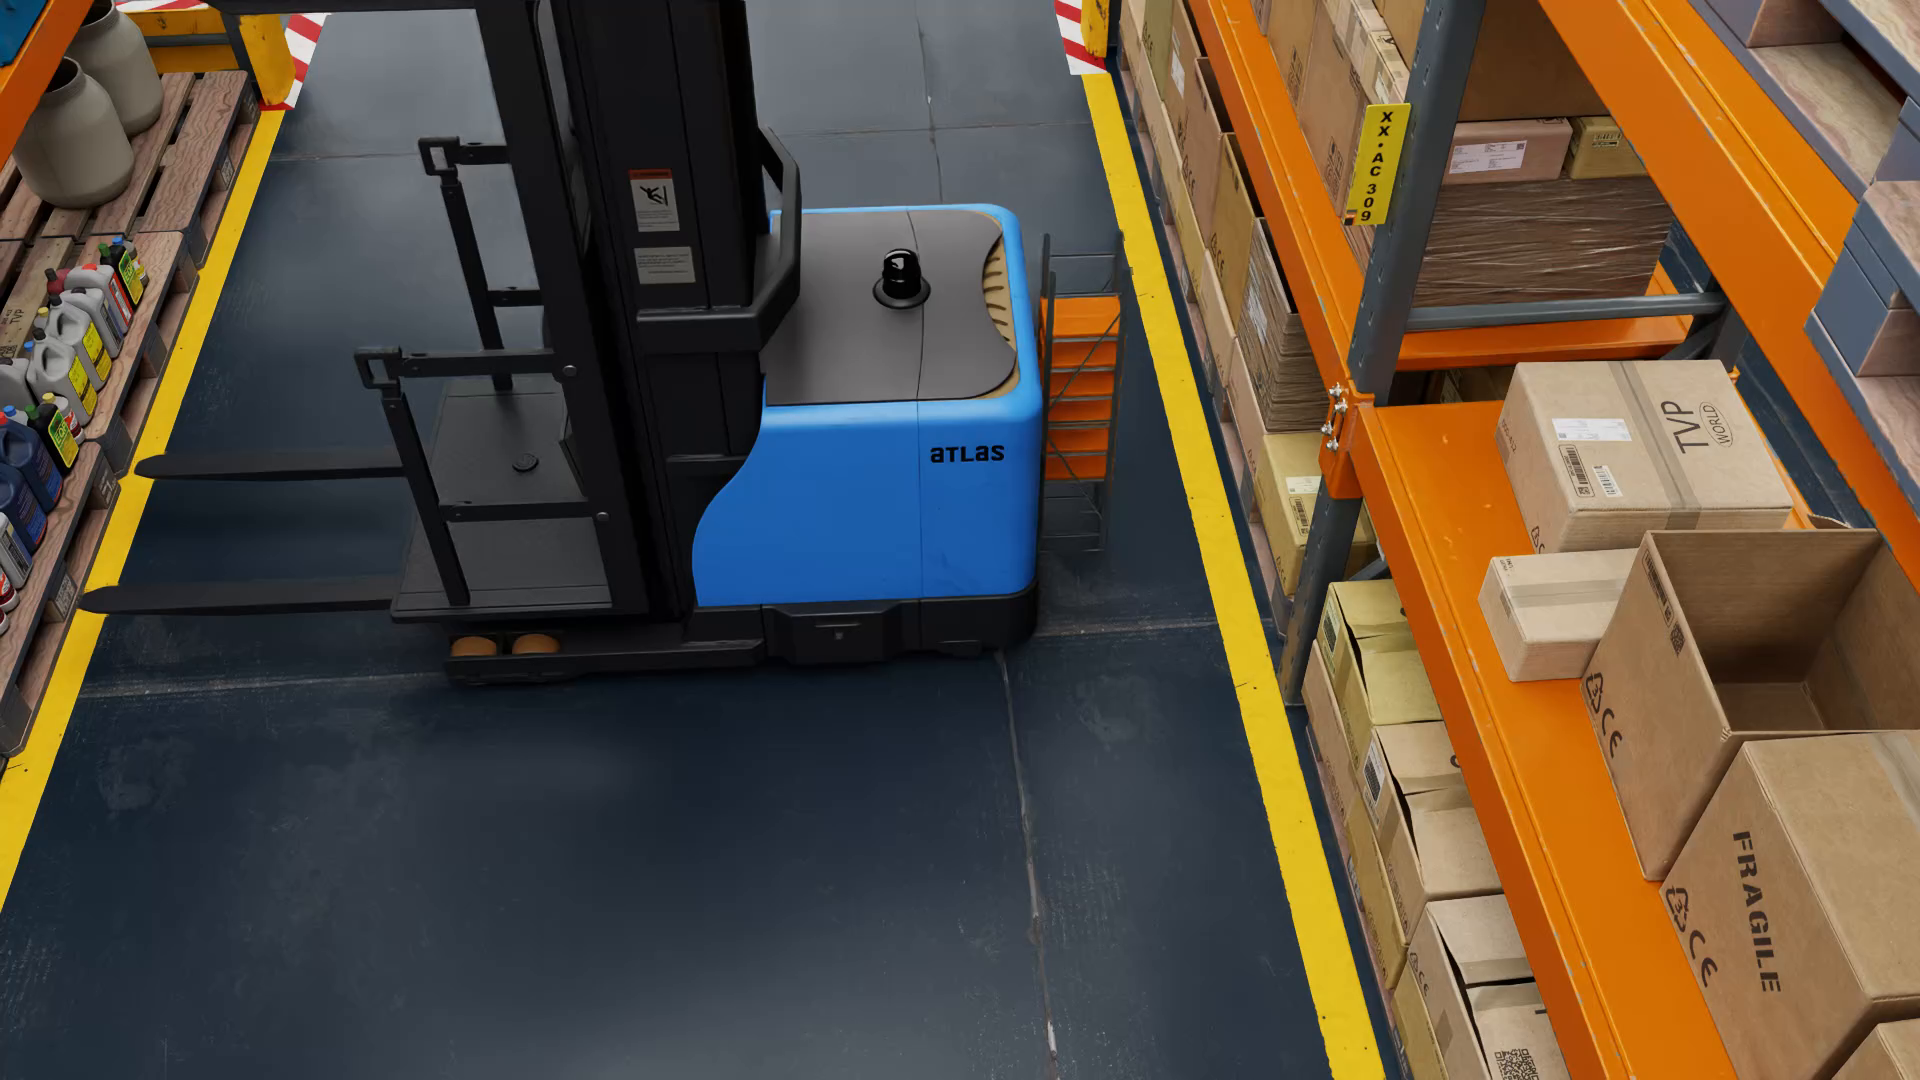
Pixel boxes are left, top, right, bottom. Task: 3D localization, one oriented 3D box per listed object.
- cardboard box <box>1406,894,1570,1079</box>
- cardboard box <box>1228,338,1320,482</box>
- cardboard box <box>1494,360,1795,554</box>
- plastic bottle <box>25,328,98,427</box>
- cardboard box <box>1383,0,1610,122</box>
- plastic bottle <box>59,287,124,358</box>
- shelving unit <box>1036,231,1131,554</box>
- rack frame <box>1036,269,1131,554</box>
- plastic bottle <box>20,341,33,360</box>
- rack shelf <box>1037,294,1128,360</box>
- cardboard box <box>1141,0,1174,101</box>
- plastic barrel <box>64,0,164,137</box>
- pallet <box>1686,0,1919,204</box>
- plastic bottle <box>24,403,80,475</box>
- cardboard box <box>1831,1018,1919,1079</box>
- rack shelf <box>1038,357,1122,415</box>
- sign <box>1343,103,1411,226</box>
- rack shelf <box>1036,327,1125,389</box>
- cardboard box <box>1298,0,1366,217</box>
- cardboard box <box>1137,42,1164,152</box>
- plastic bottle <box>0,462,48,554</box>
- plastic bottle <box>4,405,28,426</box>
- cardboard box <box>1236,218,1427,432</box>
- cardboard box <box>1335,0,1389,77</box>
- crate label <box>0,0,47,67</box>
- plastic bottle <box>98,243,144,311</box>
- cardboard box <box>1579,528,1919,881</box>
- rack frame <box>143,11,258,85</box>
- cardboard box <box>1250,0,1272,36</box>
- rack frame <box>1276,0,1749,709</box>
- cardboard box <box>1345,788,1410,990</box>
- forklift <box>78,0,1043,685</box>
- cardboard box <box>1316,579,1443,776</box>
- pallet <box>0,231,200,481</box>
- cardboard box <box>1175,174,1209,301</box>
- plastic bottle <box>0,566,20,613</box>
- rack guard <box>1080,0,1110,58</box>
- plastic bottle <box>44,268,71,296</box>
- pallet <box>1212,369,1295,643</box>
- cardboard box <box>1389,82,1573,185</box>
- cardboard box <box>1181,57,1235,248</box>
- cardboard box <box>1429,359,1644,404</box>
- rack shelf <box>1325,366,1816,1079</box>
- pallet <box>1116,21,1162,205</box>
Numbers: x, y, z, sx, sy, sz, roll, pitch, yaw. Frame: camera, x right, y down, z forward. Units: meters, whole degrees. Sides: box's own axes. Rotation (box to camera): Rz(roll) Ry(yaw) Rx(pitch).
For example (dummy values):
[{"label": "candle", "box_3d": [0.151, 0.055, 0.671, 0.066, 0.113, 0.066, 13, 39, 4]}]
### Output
[{"label": "cardboard box", "box_3d": [1.385, 1.083, 3.876, 0.500, 0.311, 0.500, -5, 47, -5]}, {"label": "cardboard box", "box_3d": [1.229, -0.459, 5.724, 0.500, 0.250, 0.500, -3, 47, -3]}, {"label": "cardboard box", "box_3d": [1.602, -0.171, 3.949, 0.500, 0.250, 0.500, -1, 47, -1]}, {"label": "plastic bottle", "box_3d": [-3.124, -0.571, 5.747, 0.144, 0.351, 0.185, -4, 47, -4]}, {"label": "cardboard box", "box_3d": [1.474, -1.377, 4.026, 0.700, 0.500, 0.500, -3, 47, -3]}, {"label": "plastic bottle", "box_3d": [-3.158, -0.800, 6.014, 0.152, 0.276, 0.135, -5, 47, -4]}, {"label": "shelving unit", "box_3d": [0.372, -0.438, 5.338, 0.258, 1.200, 0.189, -2, 47, -2]}, {"label": "rack frame", "box_3d": [0.377, -0.372, 5.275, 0.240, 1.200, 0.006, -2, 47, -2]}, {"label": "plastic bottle", "box_3d": [-3.257, -0.616, 5.891, 0.097, 0.201, 0.097, 0, 47, 0]}, {"label": "rack shelf", "box_3d": [0.373, -0.655, 5.109, 0.258, 0.103, 0.180, -2, 47, -2]}, {"label": "cardboard box", "box_3d": [1.050, -2.164, 6.821, 0.500, 0.500, 0.500, -3, 47, -3]}, {"label": "plastic barrel", "box_3d": [-3.622, -1.989, 6.992, 0.421, 0.512, 0.421, 0, 47, 0]}, {"label": "pallet", "box_3d": [1.604, -0.904, 2.606, 0.805, 0.209, 1.217, -5, 47, -5]}, {"label": "plastic bottle", "box_3d": [-3.061, -0.363, 5.595, 0.061, 0.283, 0.133, -2, 47, -2]}, {"label": "cardboard box", "box_3d": [1.696, 1.071, 2.601, 0.500, 0.500, 0.500, -6, 47, -5]}, {"label": "rack shelf", "box_3d": [0.373, -0.490, 5.283, 0.258, 0.103, 0.180, -2, 47, -2]}, {"label": "sign", "box_3d": [0.964, -0.866, 3.853, 0.100, 0.325, 0.005, -3, 47, -3]}, {"label": "rack shelf", "box_3d": [0.373, -0.573, 5.196, 0.258, 0.103, 0.180, -2, 47, -2]}, {"label": "cardboard box", "box_3d": [1.423, -1.312, 4.858, 0.700, 0.500, 0.500, -4, 47, -4]}, {"label": "cardboard box", "box_3d": [1.051, -1.906, 7.094, 0.500, 0.250, 0.500, -3, 47, -3]}, {"label": "plastic bottle", "box_3d": [-3.073, -0.127, 5.326, 0.144, 0.351, 0.185, -2, 47, -2]}, {"label": "plastic bottle", "box_3d": [-3.138, -0.341, 5.583, 0.097, 0.271, 0.097, 0, 47, 0]}, {"label": "cardboard box", "box_3d": [1.231, -0.717, 5.452, 0.500, 0.500, 0.500, -3, 47, -3]}, {"label": "cardboard box", "box_3d": [1.238, -1.385, 4.480, 0.380, 0.149, 0.250, -5, 47, -4]}, {"label": "crate label", "box_3d": [-3.330, -1.869, 5.429, 0.502, 0.435, 0.616, -3, 47, -3]}, {"label": "plastic bottle", "box_3d": [-3.135, -1.003, 6.202, 0.061, 0.283, 0.133, -2, 47, -2]}, {"label": "cardboard box", "box_3d": [1.610, 0.328, 3.305, 0.500, 0.500, 0.500, 0, 47, 0]}, {"label": "rack frame", "box_3d": [-3.754, -3.172, 6.688, 1.000, 3.000, 0.127, -3, 47, -3]}, {"label": "cardboard box", "box_3d": [1.341, -2.046, 5.553, 0.700, 0.500, 0.500, -2, 47, -2]}, {"label": "rack frame", "box_3d": [1.517, -0.576, 4.229, 1.000, 3.000, 0.127, -3, 47, -3]}, {"label": "cardboard box", "box_3d": [1.346, 0.902, 4.434, 0.500, 0.250, 0.500, -2, 47, -2]}, {"label": "forklift", "box_3d": [-1.287, -0.941, 4.623, 3.031, 2.935, 1.130, -2, 47, -2]}, {"label": "cardboard box", "box_3d": [1.304, 0.347, 4.574, 0.500, 0.311, 0.500, -3, 47, -3]}, {"label": "pallet", "box_3d": [-3.539, -0.692, 6.260, 1.003, 0.211, 1.213, -3, 47, -3]}, {"label": "cardboard box", "box_3d": [1.130, -1.182, 6.408, 0.500, 0.250, 0.500, -3, 47, -3]}, {"label": "plastic bottle", "box_3d": [-3.026, 0.129, 5.186, 0.097, 0.201, 0.097, 0, 47, 0]}, {"label": "rack guard", "box_3d": [1.181, -2.628, 7.894, 1.175, 0.500, 0.348, -3, 47, -3]}, {"label": "plastic bottle", "box_3d": [-3.275, -0.896, 6.100, 0.061, 0.283, 0.133, -3, 47, -3]}, {"label": "pallet", "box_3d": [1.493, -0.195, 5.789, 1.003, 0.211, 1.213, -3, 47, -3]}, {"label": "cardboard box", "box_3d": [1.281, -1.017, 4.132, 0.380, 0.149, 0.250, -4, 47, -3]}, {"label": "cardboard box", "box_3d": [1.129, -1.440, 6.136, 0.500, 0.500, 0.500, -3, 47, -3]}, {"label": "cardboard box", "box_3d": [1.791, -0.387, 5.139, 0.500, 0.500, 0.500, -3, 47, -3]}, {"label": "rack shelf", "box_3d": [1.685, 1.119, 3.120, 1.077, 0.370, 4.000, -3, 47, -3]}, {"label": "pallet", "box_3d": [1.288, -1.960, 7.461, 1.003, 0.211, 1.213, -3, 47, -3]}]
